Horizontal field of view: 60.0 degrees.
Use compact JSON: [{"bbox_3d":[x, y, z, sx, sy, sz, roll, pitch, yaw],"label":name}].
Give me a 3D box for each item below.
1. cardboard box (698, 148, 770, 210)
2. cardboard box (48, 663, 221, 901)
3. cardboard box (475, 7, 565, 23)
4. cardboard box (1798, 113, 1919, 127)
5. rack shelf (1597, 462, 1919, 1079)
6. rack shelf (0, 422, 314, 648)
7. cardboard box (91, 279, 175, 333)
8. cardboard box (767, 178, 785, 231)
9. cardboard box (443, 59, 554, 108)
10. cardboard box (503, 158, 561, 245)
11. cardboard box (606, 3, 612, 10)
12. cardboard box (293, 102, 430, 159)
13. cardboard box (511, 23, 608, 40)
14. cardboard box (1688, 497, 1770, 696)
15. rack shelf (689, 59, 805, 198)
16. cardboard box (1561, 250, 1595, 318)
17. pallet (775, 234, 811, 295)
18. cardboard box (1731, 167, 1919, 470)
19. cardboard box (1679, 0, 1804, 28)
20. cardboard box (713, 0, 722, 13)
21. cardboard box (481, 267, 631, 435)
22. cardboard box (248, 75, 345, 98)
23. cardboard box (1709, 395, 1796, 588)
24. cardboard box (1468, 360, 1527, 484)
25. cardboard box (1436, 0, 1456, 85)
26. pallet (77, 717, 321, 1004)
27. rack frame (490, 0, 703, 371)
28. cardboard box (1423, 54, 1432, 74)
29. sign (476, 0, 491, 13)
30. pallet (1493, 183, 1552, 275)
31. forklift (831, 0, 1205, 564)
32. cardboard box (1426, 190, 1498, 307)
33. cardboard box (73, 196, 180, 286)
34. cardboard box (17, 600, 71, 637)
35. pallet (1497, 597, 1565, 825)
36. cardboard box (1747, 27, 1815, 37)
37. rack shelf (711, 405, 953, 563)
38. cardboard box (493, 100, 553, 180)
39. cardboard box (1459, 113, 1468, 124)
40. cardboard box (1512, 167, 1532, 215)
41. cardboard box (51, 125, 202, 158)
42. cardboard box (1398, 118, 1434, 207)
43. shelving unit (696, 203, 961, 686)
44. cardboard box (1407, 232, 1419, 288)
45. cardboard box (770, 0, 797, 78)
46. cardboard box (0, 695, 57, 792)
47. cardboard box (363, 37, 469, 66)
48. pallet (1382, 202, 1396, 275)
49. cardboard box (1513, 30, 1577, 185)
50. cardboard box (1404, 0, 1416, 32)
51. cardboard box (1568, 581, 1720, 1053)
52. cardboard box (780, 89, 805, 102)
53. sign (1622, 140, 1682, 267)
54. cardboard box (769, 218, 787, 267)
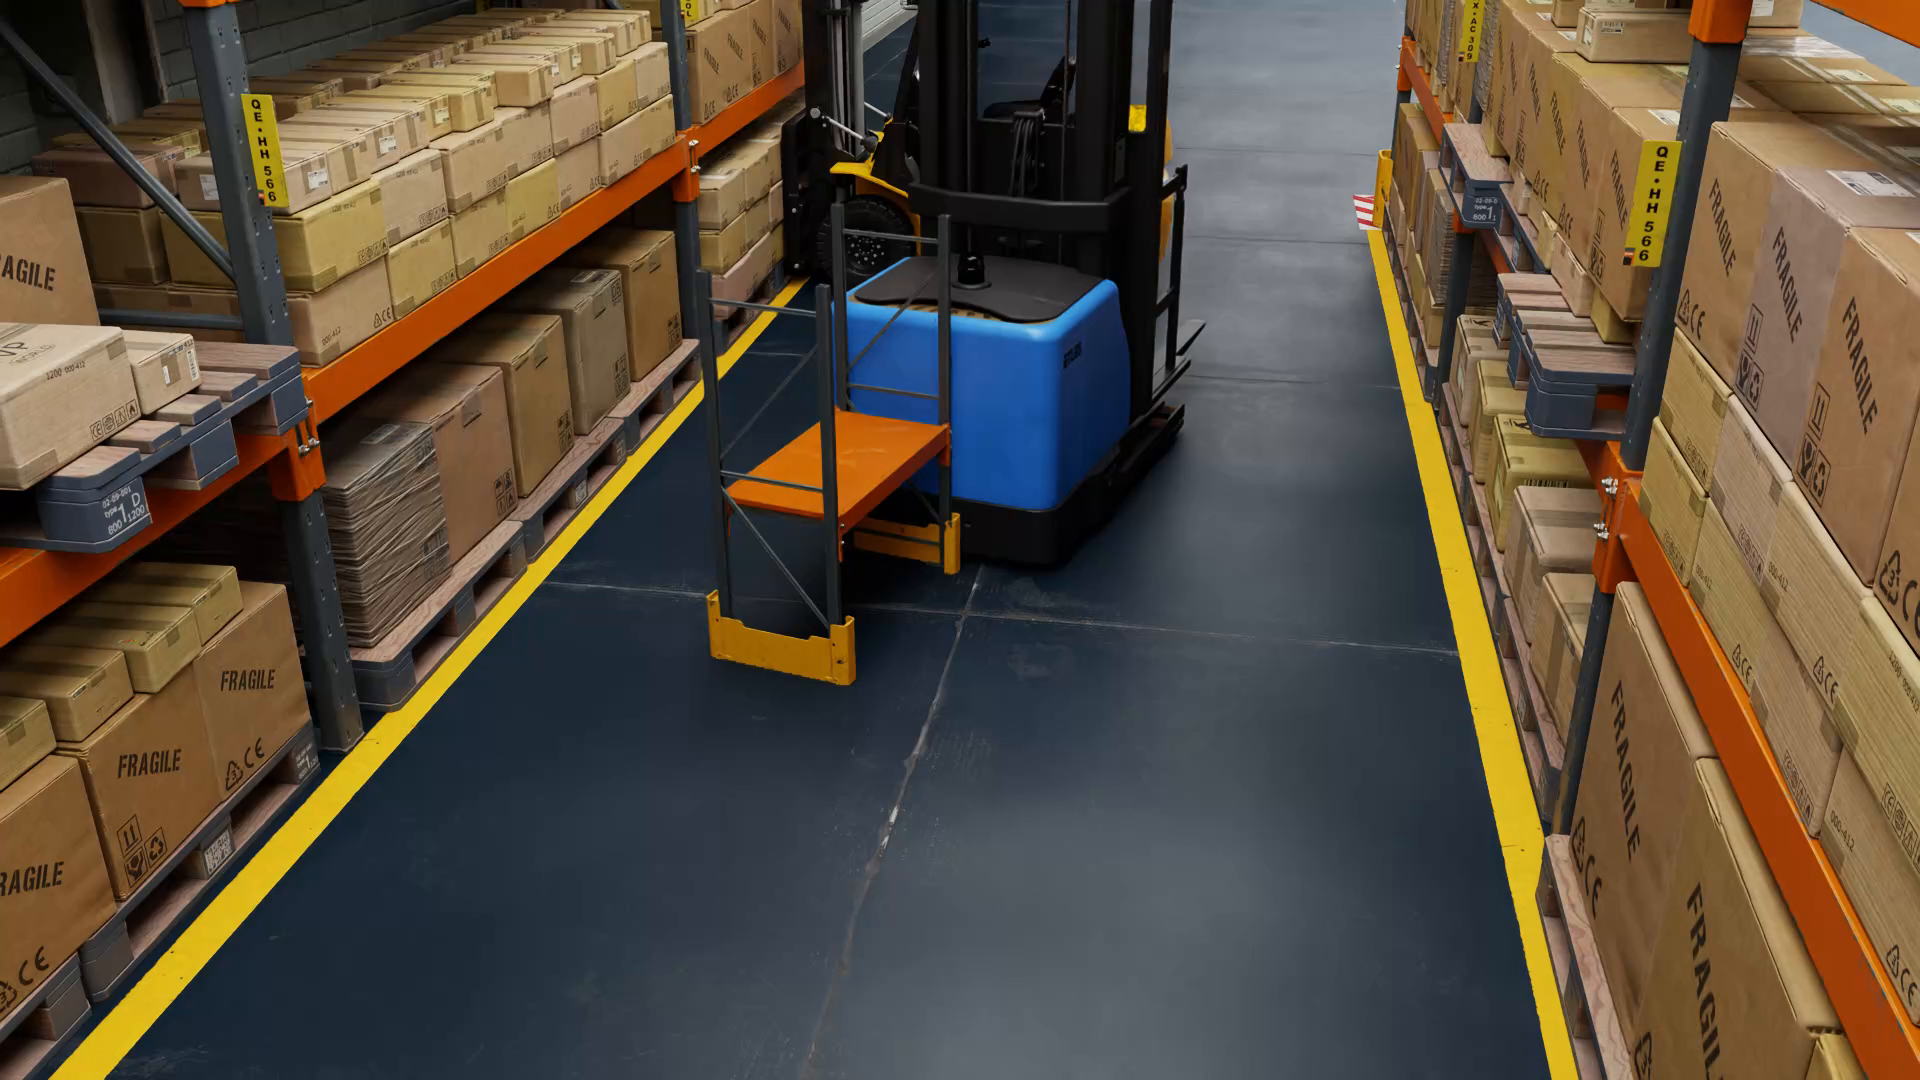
[{"bbox_3d":[-1.439,-2.149,9.871,0.500,0.250,0.500,4,25,9],"label":"cardboard box"},{"bbox_3d":[-2.524,0.658,4.760,0.500,0.500,0.500,4,25,8],"label":"cardboard box"},{"bbox_3d":[-2.190,-2.564,8.307,0.380,0.149,0.250,3,25,7],"label":"cardboard box"},{"bbox_3d":[2.625,-0.884,4.637,0.500,0.500,0.500,3,25,7],"label":"cardboard box"},{"bbox_3d":[1.996,0.820,2.808,1.077,0.370,4.000,4,25,9],"label":"rack shelf"},{"bbox_3d":[-2.901,0.478,3.539,1.077,0.370,4.000,4,25,9],"label":"rack shelf"},{"bbox_3d":[-2.753,-0.822,5.645,0.500,0.250,0.500,3,25,7],"label":"cardboard box"},{"bbox_3d":[-1.363,-2.130,10.420,0.500,0.250,0.500,4,25,8],"label":"cardboard box"},{"bbox_3d":[-1.904,-1.885,6.857,0.380,0.149,0.250,3,25,7],"label":"cardboard box"},{"bbox_3d":[-2.010,-1.428,6.939,0.500,0.250,0.500,5,26,10],"label":"cardboard box"},{"bbox_3d":[-2.115,-2.956,9.144,0.380,0.149,0.250,3,25,7],"label":"cardboard box"},{"bbox_3d":[-2.143,-1.468,5.964,0.380,0.149,0.250,4,25,9],"label":"cardboard box"},{"bbox_3d":[-1.874,-2.330,7.807,0.380,0.149,0.250,4,25,8],"label":"cardboard box"},{"bbox_3d":[1.928,0.129,3.613,0.500,0.250,0.500,3,25,7],"label":"cardboard box"},{"bbox_3d":[-1.594,-2.868,10.688,1.077,0.370,4.000,4,25,9],"label":"rack shelf"},{"bbox_3d":[2.114,-0.798,5.217,0.380,0.149,0.250,4,25,8],"label":"cardboard box"},{"bbox_3d":[-1.552,-1.936,11.137,1.003,0.211,1.213,4,25,9],"label":"pallet"},{"bbox_3d":[1.930,-0.443,3.360,0.500,0.500,0.500,4,25,9],"label":"cardboard box"},{"bbox_3d":[3.003,-2.065,6.394,0.380,0.149,0.250,3,25,6],"label":"cardboard box"},{"bbox_3d":[-1.553,-3.031,9.304,0.380,0.149,0.250,4,25,8],"label":"cardboard box"},{"bbox_3d":[-2.129,-0.929,8.002,0.875,0.625,0.625,4,25,8],"label":"cardboard box"},{"bbox_3d":[-2.637,-1.716,6.496,0.380,0.149,0.250,4,25,8],"label":"cardboard box"},{"bbox_3d":[1.911,-0.090,3.491,0.500,0.250,0.500,5,25,10],"label":"cardboard box"},{"bbox_3d":[2.779,-0.495,7.373,0.950,0.372,0.625,6,26,12],"label":"cardboard box"},{"bbox_3d":[2.962,-2.831,9.291,0.500,0.500,0.500,5,25,10],"label":"cardboard box"},{"bbox_3d":[-2.734,0.888,5.104,1.003,0.211,1.213,4,25,9],"label":"pallet"},{"bbox_3d":[-1.921,-2.357,8.748,1.000,3.000,0.127,4,25,9],"label":"rack frame"},{"bbox_3d":[3.124,-3.021,10.462,0.380,0.149,0.250,5,25,10],"label":"cardboard box"},{"bbox_3d":[-2.469,-2.823,8.629,0.100,0.325,0.005,4,25,9],"label":"sign"},{"bbox_3d":[2.606,-1.086,6.258,1.003,0.211,1.213,4,25,9],"label":"pallet"},{"bbox_3d":[0.480,-1.825,7.691,1.130,2.935,3.031,10,27,21],"label":"forklift"},{"bbox_3d":[2.809,-1.566,8.920,0.500,0.500,0.500,4,25,8],"label":"cardboard box"},{"bbox_3d":[-2.775,-1.050,5.542,0.500,0.250,0.500,5,25,10],"label":"cardboard box"},{"bbox_3d":[-2.967,0.160,5.057,0.380,0.149,0.250,5,26,11],"label":"cardboard box"},{"bbox_3d":[2.452,0.594,5.732,1.003,0.211,1.213,4,25,9],"label":"pallet"},{"bbox_3d":[2.958,-1.753,6.493,0.500,0.500,0.500,5,26,10],"label":"cardboard box"},{"bbox_3d":[-0.468,-0.238,6.415,0.538,0.185,1.000,10,27,21],"label":"rack shelf"},{"bbox_3d":[-2.016,-1.654,6.833,0.500,0.250,0.500,4,25,9],"label":"cardboard box"},{"bbox_3d":[2.729,-2.057,8.402,0.380,0.149,0.250,4,25,8],"label":"cardboard box"},{"bbox_3d":[2.334,-1.339,6.373,0.380,0.149,0.250,5,26,11],"label":"cardboard box"},{"bbox_3d":[-2.788,-1.291,5.586,0.380,0.149,0.250,5,25,10],"label":"cardboard box"},{"bbox_3d":[3.141,-2.425,10.757,0.500,0.500,0.500,3,25,7],"label":"cardboard box"},{"bbox_3d":[-0.472,-0.398,6.331,0.587,1.500,1.083,10,27,21],"label":"shelving unit"},{"bbox_3d":[2.973,-1.662,10.010,0.500,0.250,0.500,4,25,9],"label":"cardboard box"},{"bbox_3d":[-1.337,-3.210,10.451,0.500,0.500,0.500,4,25,9],"label":"cardboard box"},{"bbox_3d":[-2.594,0.518,4.292,0.380,0.149,0.250,5,26,10],"label":"cardboard box"},{"bbox_3d":[-2.414,-2.141,7.402,0.380,0.149,0.250,4,25,8],"label":"cardboard box"},{"bbox_3d":[3.450,-2.056,11.393,1.003,0.211,1.213,4,25,9],"label":"pallet"},{"bbox_3d":[2.368,-1.578,6.119,0.500,0.500,0.500,3,25,6],"label":"cardboard box"},{"bbox_3d":[3.279,-3.689,11.124,0.500,0.500,0.500,4,25,8],"label":"cardboard box"},{"bbox_3d":[2.128,0.713,4.199,0.875,0.875,0.875,4,25,8],"label":"cardboard box"},{"bbox_3d":[-1.112,-3.000,11.689,0.500,0.250,0.500,4,25,9],"label":"cardboard box"},{"bbox_3d":[1.786,-0.864,4.286,0.100,0.325,0.005,4,25,9],"label":"sign"},{"bbox_3d":[-1.379,-1.911,10.543,0.500,0.250,0.500,4,25,9],"label":"cardboard box"}]
